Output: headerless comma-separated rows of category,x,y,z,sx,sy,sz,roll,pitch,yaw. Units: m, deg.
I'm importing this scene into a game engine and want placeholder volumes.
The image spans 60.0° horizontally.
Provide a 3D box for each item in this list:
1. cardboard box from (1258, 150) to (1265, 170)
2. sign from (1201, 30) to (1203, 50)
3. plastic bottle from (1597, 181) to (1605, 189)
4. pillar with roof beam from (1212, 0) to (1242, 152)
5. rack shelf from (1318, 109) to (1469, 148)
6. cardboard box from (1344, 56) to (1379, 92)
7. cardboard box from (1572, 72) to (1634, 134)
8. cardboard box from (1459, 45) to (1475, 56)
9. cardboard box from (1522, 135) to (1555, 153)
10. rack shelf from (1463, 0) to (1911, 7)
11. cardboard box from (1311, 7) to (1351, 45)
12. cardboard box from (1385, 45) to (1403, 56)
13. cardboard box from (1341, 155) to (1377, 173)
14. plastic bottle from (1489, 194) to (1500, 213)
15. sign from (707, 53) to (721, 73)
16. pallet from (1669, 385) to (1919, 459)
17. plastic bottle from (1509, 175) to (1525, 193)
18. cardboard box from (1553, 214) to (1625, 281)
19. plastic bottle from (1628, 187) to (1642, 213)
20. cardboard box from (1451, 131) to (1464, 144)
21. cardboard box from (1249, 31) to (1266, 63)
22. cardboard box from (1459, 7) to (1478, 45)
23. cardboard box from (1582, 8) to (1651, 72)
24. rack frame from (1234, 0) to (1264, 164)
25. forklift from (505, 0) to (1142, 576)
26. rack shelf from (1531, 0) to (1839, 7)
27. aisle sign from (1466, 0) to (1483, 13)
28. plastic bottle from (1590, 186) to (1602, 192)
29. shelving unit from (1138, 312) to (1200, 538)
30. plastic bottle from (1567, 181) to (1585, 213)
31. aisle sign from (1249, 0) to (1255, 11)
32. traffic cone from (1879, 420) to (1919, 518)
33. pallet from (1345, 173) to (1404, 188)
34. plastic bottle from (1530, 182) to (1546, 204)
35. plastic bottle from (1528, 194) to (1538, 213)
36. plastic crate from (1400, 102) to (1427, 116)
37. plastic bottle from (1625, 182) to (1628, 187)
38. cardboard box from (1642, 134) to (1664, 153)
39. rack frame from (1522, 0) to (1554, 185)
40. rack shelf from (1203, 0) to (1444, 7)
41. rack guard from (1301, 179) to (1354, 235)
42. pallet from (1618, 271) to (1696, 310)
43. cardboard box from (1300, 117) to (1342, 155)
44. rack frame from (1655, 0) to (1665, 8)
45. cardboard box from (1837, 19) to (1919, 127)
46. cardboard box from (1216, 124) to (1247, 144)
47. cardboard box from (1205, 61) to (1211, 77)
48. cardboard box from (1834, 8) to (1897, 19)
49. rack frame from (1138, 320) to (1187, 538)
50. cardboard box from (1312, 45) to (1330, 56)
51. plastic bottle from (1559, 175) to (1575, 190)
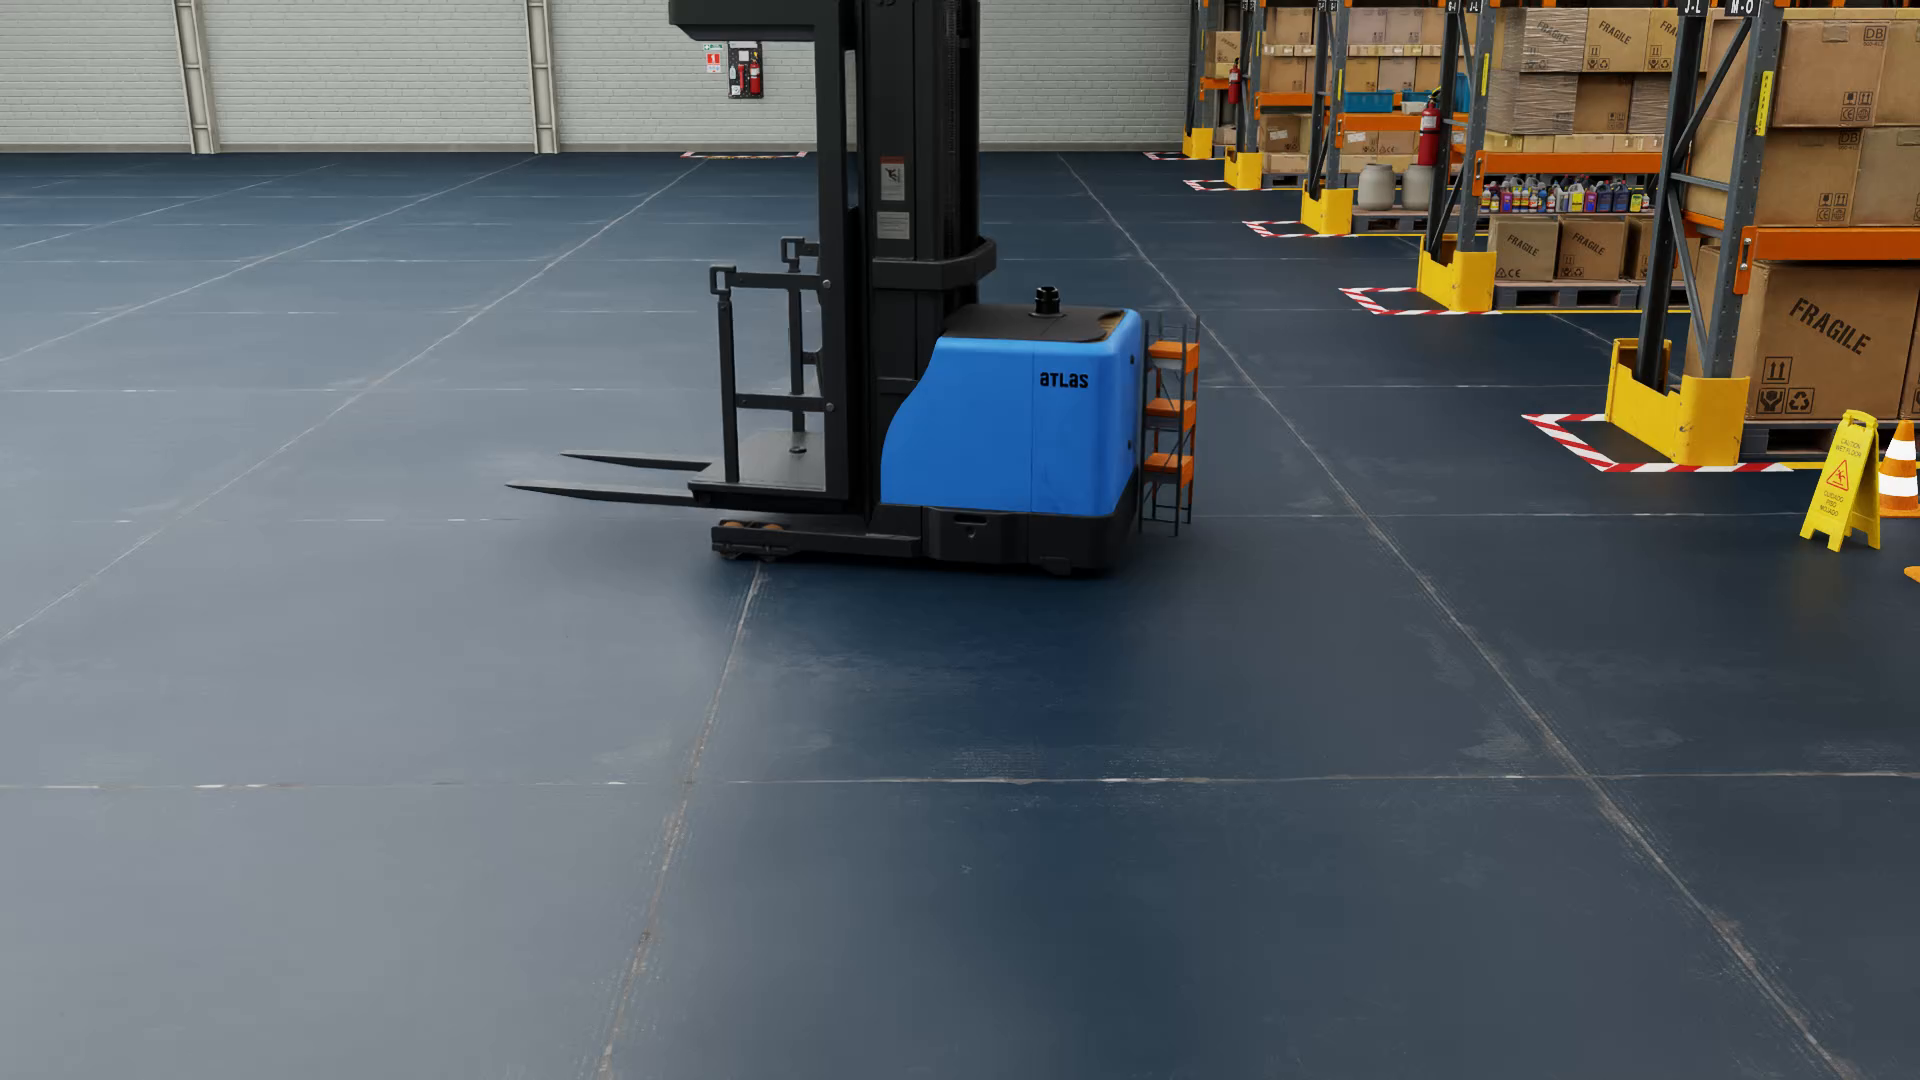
cardboard box,4.635,-5.545,24.237,0.500,0.250,0.500,0,18,-1
sign,4.031,-8.321,27.659,0.005,0.325,0.100,0,18,-1
plastic bottle,7.532,-4.074,19.564,0.133,0.283,0.061,0,18,-1
pillar with roof beam,4.776,-9.884,24.127,0.400,9.000,9.100,0,18,-1
rack shelf,6.178,-4.716,19.016,4.000,0.370,1.077,0,18,-1
cardboard box,5.592,-6.612,23.586,0.500,0.500,0.700,0,18,0
cardboard box,5.305,-3.759,14.203,0.500,0.500,0.875,0,18,-1
cardboard box,7.063,-6.867,23.317,0.250,0.149,0.380,0,18,-1
cardboard box,4.795,-3.340,13.961,0.250,0.149,0.380,0,18,-1
rack shelf,6.256,-4.632,13.842,4.000,0.370,1.077,0,18,-1
cardboard box,5.149,-7.230,23.387,0.500,0.500,0.700,-1,18,-2
cardboard box,6.036,-6.862,23.301,0.250,0.149,0.380,0,18,0
cardboard box,5.643,-5.393,23.762,0.500,0.250,0.500,0,18,-1
plastic bottle,6.100,-3.840,18.968,0.097,0.201,0.097,0,18,0
sign,-4.317,-8.359,29.136,0.234,0.329,0.001,0,18,-1
pallet,5.032,-0.721,9.949,1.213,0.211,1.003,0,18,-1
plastic bottle,6.564,-4.135,19.644,0.185,0.351,0.144,0,18,1
cardboard box,5.478,-2.557,14.513,0.500,0.500,0.500,4,18,14
plastic bottle,7.702,-3.881,18.962,0.133,0.283,0.061,1,18,2
cardboard box,7.143,-5.761,23.682,0.500,0.500,0.500,0,18,-1
cardboard box,4.998,-8.280,27.933,0.500,0.500,0.500,0,18,-1
cardboard box,7.154,-7.239,23.417,0.500,0.500,0.700,0,18,-1
cardboard box,5.311,-4.121,13.696,0.500,0.500,0.500,0,18,-1
rack frame,4.104,-6.562,23.592,0.127,3.000,1.000,0,18,-1
forklift,-0.686,-1.451,7.774,3.031,2.935,1.130,4,18,12
rack shelf,10.103,-7.676,23.334,4.000,0.370,1.077,0,18,-1
aisle sign,4.199,-4.682,13.477,0.004,0.787,0.394,0,18,-1
plastic bottle,7.319,-3.934,19.139,0.135,0.276,0.152,0,18,-1
shelving unit,1.013,-0.559,8.070,0.215,1.050,0.252,7,19,21
plastic bottle,7.024,-3.923,18.982,0.185,0.351,0.144,0,18,-1
aisle sign,4.043,-7.706,22.902,0.004,0.787,0.394,0,18,-1
traffic cone,4.787,-0.382,8.480,0.334,0.463,0.336,0,18,-1
pallet,6.085,-5.255,24.085,1.213,0.211,1.003,0,18,-1
plastic bottle,6.778,-4.055,19.518,0.135,0.276,0.152,0,18,-1
plastic bottle,6.538,-3.842,18.975,0.097,0.201,0.097,0,18,0
plastic crate,5.078,-4.829,18.623,0.250,0.136,0.298,0,18,-1
plastic bottle,7.852,-4.111,19.698,0.097,0.271,0.097,0,18,0
cardboard box,5.795,-3.353,14.001,0.250,0.149,0.380,0,18,-1
rack frame,8.103,-6.581,23.652,0.127,3.000,1.000,0,18,-1
rack shelf,6.022,-9.170,27.990,4.000,0.370,1.077,0,18,-1
rack guard,4.254,-3.873,19.304,0.348,0.500,1.175,0,18,-1
pallet,6.362,-2.207,14.581,1.213,0.211,1.003,0,18,-1
cardboard box,5.143,-5.747,23.639,0.500,0.500,0.500,0,18,-1
rack frame,12.021,-8.113,28.429,0.127,3.000,1.000,0,18,-1
cardboard box,5.154,-2.627,9.313,0.550,0.550,0.875,0,18,-1
cardboard box,4.715,-6.980,28.576,0.500,0.311,0.500,-2,18,-7
cardboard box,4.486,-8.074,28.520,0.500,0.250,0.500,0,18,0
cardboard box,7.310,-4.132,13.729,0.500,0.500,0.500,0,18,-1
rack frame,0.968,-0.524,7.962,0.200,1.050,0.008,7,19,21
cardboard box,5.013,-6.857,23.287,0.250,0.149,0.380,0,18,-1
plastic bottle,7.175,-4.138,19.654,0.185,0.351,0.144,-1,18,-3
